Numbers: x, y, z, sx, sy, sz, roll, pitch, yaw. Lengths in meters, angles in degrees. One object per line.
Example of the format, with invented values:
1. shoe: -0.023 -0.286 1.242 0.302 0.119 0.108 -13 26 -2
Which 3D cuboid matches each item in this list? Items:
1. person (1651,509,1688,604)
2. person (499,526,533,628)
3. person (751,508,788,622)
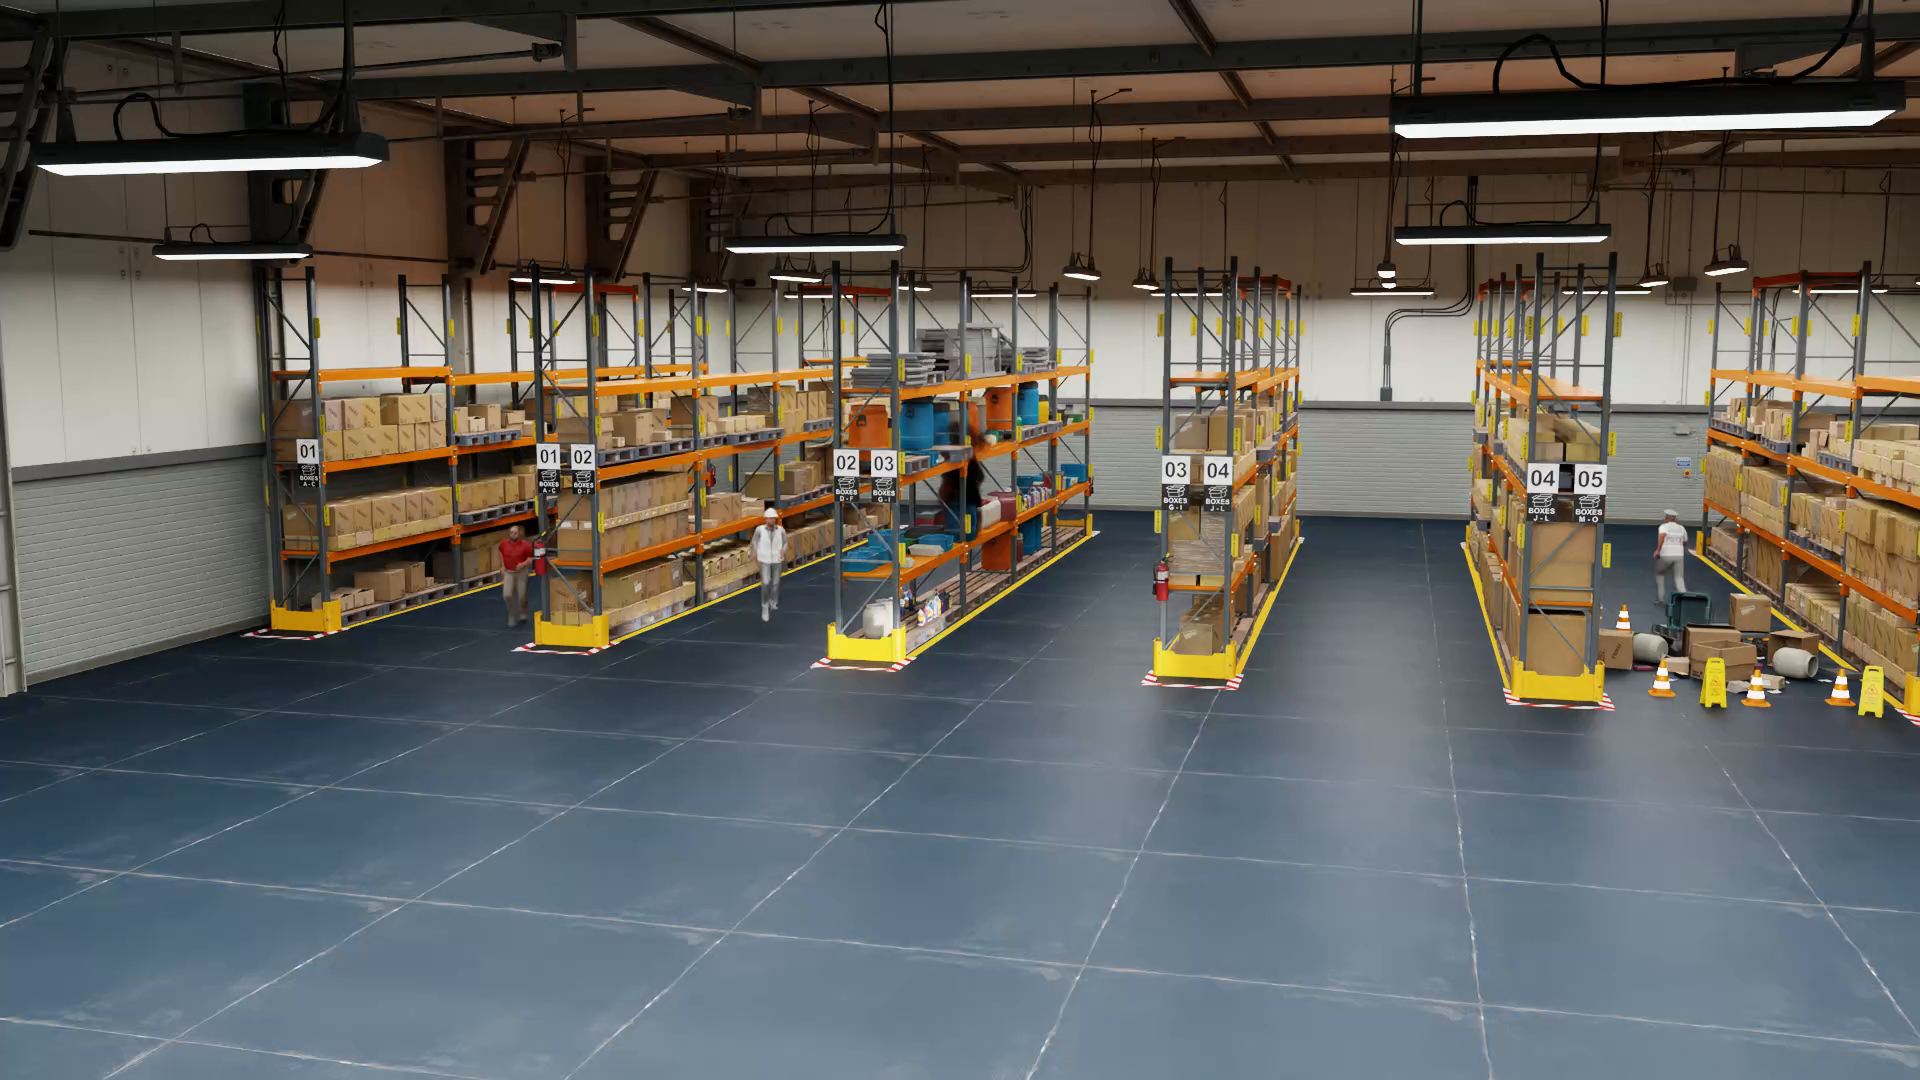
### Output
1. person: 12.846 0.345 30.033 0.666 1.748 1.002 0 7 3
2. person: -7.496 0.626 28.074 0.605 1.756 0.820 -1 7 -5
3. person: -3.125 0.401 27.473 0.585 1.872 0.807 -2 8 -17
